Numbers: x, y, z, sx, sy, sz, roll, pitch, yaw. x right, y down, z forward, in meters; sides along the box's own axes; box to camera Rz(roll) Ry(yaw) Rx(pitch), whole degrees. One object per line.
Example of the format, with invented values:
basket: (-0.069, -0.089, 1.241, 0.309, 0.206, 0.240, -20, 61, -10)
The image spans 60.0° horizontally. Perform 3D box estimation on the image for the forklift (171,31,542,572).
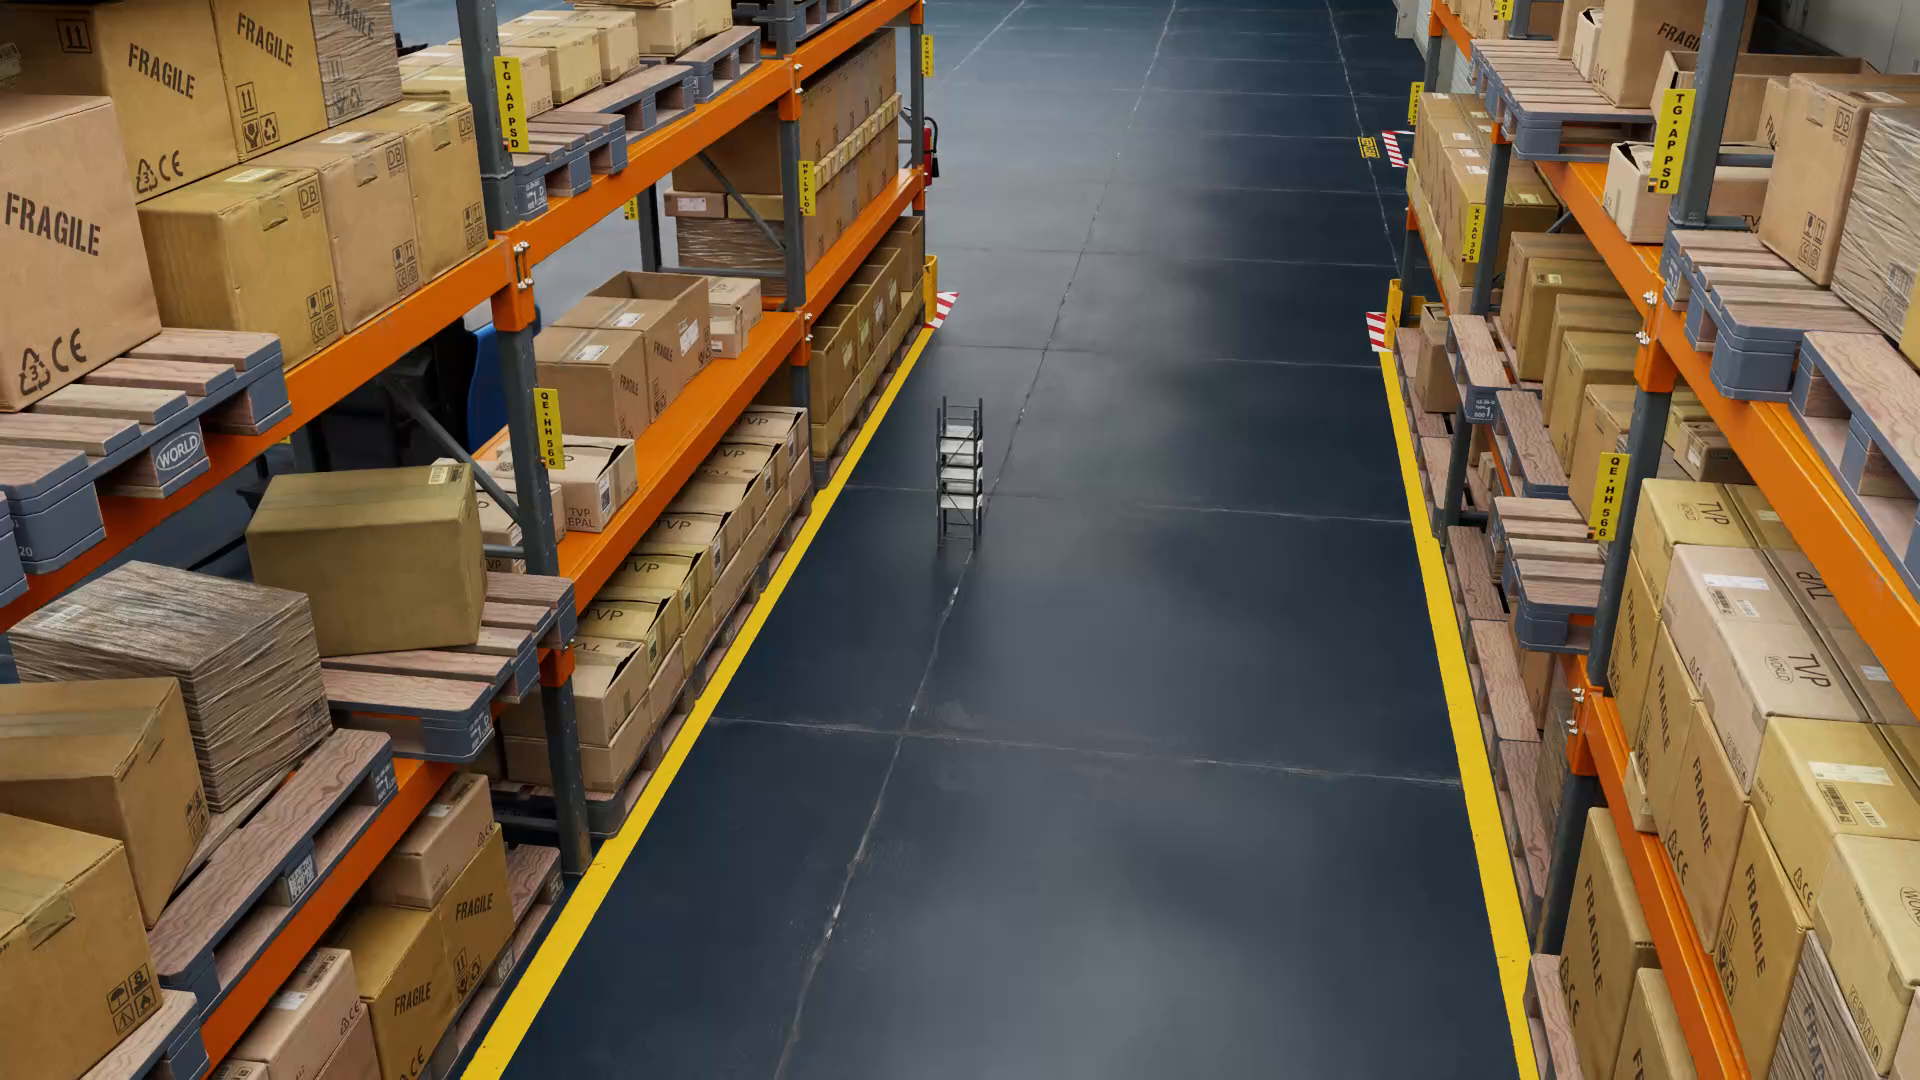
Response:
forklift: (-3.734, -1.436, 9.860, 1.130, 2.935, 3.031, 8, 26, 16)

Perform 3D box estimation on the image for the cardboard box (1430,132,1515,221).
cardboard box: (3.462, -2.435, 11.182, 0.500, 0.500, 0.500, 5, 26, 10)

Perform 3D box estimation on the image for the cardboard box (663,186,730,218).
cardboard box: (-1.618, -2.108, 10.331, 0.380, 0.149, 0.250, 4, 25, 8)

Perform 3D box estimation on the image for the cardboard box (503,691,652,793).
cardboard box: (-1.730, 0.889, 7.560, 0.500, 0.250, 0.500, 4, 25, 8)

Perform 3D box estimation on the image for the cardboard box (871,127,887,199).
cardboard box: (-0.968, -2.944, 12.883, 0.700, 0.500, 0.500, 5, 25, 10)

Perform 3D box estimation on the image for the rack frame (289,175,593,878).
rack frame: (-2.105, 0.033, 6.641, 1.000, 3.000, 0.127, 4, 25, 9)

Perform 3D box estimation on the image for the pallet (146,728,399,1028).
pallet: (-2.418, 0.934, 4.944, 1.003, 0.211, 1.213, 4, 25, 9)

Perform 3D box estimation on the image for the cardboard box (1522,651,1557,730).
cardboard box: (3.101, 0.586, 7.890, 0.700, 0.500, 0.500, 4, 25, 8)

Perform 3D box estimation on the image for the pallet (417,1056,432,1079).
pallet: (-2.466, 2.114, 5.484, 1.003, 0.211, 1.213, 4, 25, 9)

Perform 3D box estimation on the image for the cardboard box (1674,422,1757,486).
cardboard box: (2.809, -0.310, 5.972, 0.380, 0.149, 0.250, 1, 25, 2)

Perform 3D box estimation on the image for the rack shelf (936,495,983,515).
rack shelf: (-0.001, -0.211, 10.142, 0.258, 0.077, 0.200, 4, 25, 9)

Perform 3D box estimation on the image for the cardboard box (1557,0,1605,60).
cardboard box: (3.268, -2.669, 8.263, 0.500, 0.500, 0.500, 8, 26, 16)

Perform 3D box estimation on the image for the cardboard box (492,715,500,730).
cardboard box: (-2.263, 0.598, 7.521, 0.500, 0.311, 0.500, 5, 25, 10)

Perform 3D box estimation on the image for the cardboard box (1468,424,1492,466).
cardboard box: (3.566, -0.802, 10.855, 0.500, 0.500, 0.500, 2, 25, 5)

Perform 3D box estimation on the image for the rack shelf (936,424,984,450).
rack shelf: (-0.001, -0.619, 9.952, 0.258, 0.077, 0.200, 4, 25, 9)

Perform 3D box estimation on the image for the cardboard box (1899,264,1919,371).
cardboard box: (2.622, -0.566, 3.745, 0.700, 0.500, 0.500, 5, 26, 11)

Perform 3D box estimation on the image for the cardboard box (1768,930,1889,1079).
cardboard box: (2.120, 1.224, 3.603, 0.500, 0.500, 0.500, 4, 25, 9)

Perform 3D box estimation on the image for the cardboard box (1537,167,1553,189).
cardboard box: (3.807, -1.977, 10.205, 0.500, 0.500, 0.500, 4, 25, 8)

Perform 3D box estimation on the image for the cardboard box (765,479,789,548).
cardboard box: (-1.318, -0.180, 9.844, 0.500, 0.250, 0.500, 4, 25, 8)

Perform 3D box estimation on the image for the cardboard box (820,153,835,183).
cardboard box: (-1.051, -2.505, 11.181, 0.380, 0.149, 0.250, 3, 25, 7)

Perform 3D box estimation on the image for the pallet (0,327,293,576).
pallet: (-2.417, -0.269, 3.970, 1.213, 0.211, 1.003, 4, 25, 9)

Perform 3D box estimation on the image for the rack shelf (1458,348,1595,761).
rack shelf: (3.109, -0.136, 7.851, 1.077, 0.370, 4.000, 4, 25, 9)

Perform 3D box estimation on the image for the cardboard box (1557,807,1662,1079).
cardboard box: (2.533, 1.457, 5.640, 0.750, 0.750, 0.750, 4, 25, 8)

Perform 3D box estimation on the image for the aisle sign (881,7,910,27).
aisle sign: (-0.497, -4.497, 13.253, 0.394, 0.787, 0.004, 4, 25, 9)

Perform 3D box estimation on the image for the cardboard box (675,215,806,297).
cardboard box: (-1.385, -1.871, 10.591, 0.700, 0.500, 0.500, 3, 25, 7)

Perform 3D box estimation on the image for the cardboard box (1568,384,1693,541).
cardboard box: (2.914, -0.303, 6.722, 0.700, 0.500, 0.500, 2, 25, 4)

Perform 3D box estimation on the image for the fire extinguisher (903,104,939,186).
fire extinguisher: (-0.320, -3.295, 13.843, 0.296, 0.674, 0.183, 4, 25, 9)

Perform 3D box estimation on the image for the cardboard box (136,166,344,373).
cardboard box: (-2.312, -0.755, 4.669, 0.910, 0.500, 0.500, 4, 25, 9)

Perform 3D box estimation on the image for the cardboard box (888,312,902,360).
cardboard box: (-0.744, -1.594, 12.865, 0.500, 0.250, 0.500, 4, 25, 9)

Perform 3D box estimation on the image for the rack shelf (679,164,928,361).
rack shelf: (-1.125, -2.151, 12.155, 1.077, 0.370, 4.000, 4, 25, 9)

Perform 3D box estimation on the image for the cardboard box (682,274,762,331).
cardboard box: (-1.489, -1.363, 9.801, 0.500, 0.250, 0.500, 6, 26, 12)

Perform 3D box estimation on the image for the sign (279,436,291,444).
sign: (-2.653, -0.528, 6.475, 0.100, 0.325, 0.005, 4, 25, 9)

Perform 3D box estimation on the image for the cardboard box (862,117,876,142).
cardboard box: (-0.841, -3.047, 12.339, 0.380, 0.149, 0.250, 5, 26, 10)

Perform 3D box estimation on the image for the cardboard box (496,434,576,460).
cardboard box: (-1.952, -0.390, 7.842, 0.380, 0.149, 0.250, 6, 26, 12)

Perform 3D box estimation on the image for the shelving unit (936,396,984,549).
shelving unit: (-0.001, -0.404, 10.052, 0.258, 0.900, 0.210, 4, 25, 9)

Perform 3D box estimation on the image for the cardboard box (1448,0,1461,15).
cardboard box: (3.585, -3.822, 11.197, 0.500, 0.500, 0.500, 5, 26, 11)

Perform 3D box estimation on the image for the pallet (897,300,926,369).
pallet: (-0.881, -1.727, 13.691, 1.003, 0.211, 1.213, 4, 25, 9)

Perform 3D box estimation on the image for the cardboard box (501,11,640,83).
cardboard box: (-1.824, -2.325, 7.823, 0.500, 0.250, 0.500, 2, 25, 4)

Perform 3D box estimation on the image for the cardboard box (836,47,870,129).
cardboard box: (-1.058, -3.298, 12.109, 0.700, 0.500, 0.500, 4, 25, 9)

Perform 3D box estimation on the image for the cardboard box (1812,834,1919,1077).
cardboard box: (2.129, 0.879, 3.456, 0.500, 0.250, 0.500, 5, 25, 10)

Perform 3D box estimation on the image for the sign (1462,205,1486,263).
sign: (2.900, -1.725, 9.375, 0.100, 0.325, 0.005, 4, 25, 9)

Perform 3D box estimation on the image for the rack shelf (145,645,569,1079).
rack shelf: (-2.432, 1.195, 5.007, 1.077, 0.370, 4.000, 4, 25, 9)

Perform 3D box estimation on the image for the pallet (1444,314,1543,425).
pallet: (3.168, -0.902, 8.865, 1.003, 0.211, 1.213, 4, 25, 9)

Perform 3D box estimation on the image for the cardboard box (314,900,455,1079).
cardboard box: (-2.111, 1.590, 5.745, 0.500, 0.500, 0.500, 3, 25, 7)

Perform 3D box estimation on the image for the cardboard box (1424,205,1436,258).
cardboard box: (3.452, -2.088, 11.326, 0.500, 0.250, 0.500, 4, 25, 9)

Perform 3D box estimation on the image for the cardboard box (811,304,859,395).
cardboard box: (-0.993, -1.306, 11.366, 0.500, 0.500, 0.500, 4, 25, 9)

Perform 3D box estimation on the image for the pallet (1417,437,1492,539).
pallet: (3.511, -0.319, 10.682, 1.003, 0.211, 1.213, 4, 25, 9)

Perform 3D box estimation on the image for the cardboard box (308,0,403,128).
cardboard box: (-2.183, -1.642, 5.383, 0.500, 0.500, 0.500, 4, 25, 9)

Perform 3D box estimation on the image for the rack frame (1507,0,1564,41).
rack frame: (3.436, -4.015, 8.214, 1.000, 3.000, 0.127, 4, 25, 9)

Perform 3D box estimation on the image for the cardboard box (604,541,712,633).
cardboard box: (-1.567, 0.202, 8.367, 0.500, 0.311, 0.500, 3, 25, 7)
